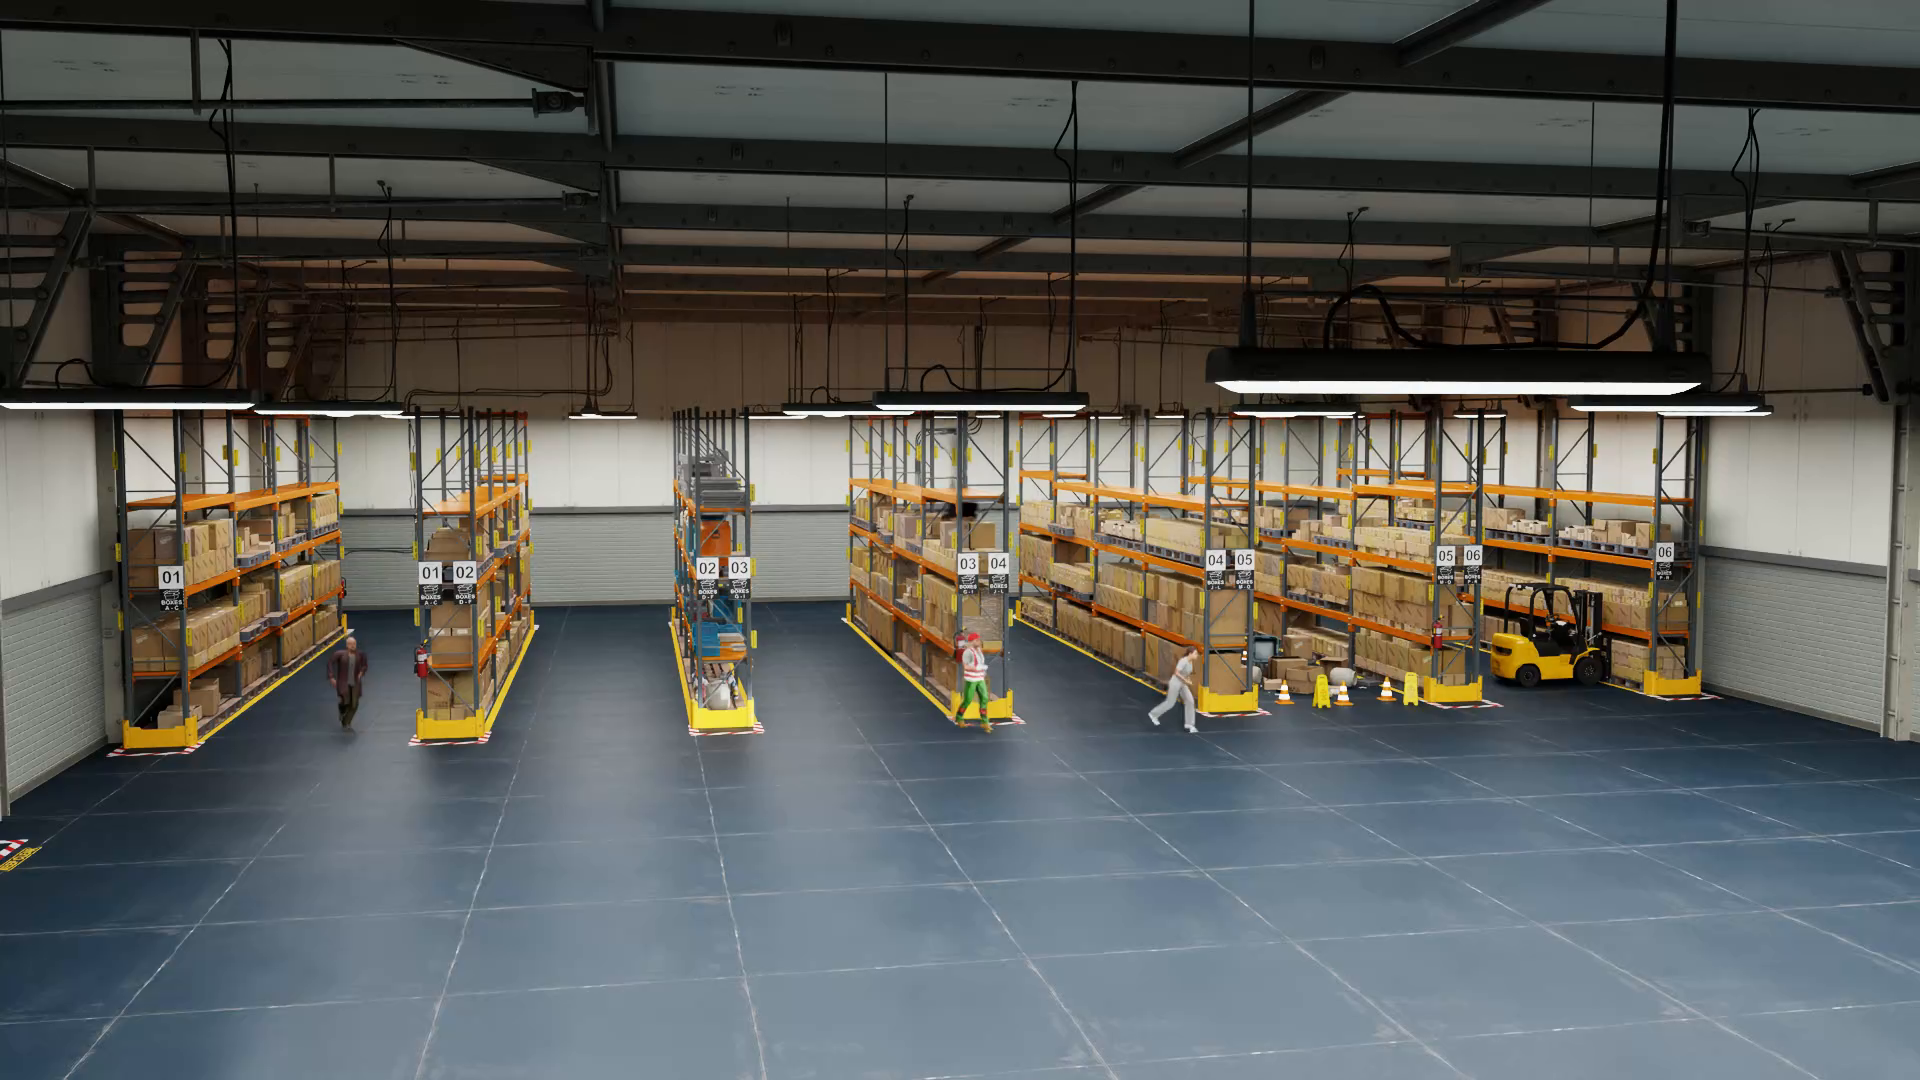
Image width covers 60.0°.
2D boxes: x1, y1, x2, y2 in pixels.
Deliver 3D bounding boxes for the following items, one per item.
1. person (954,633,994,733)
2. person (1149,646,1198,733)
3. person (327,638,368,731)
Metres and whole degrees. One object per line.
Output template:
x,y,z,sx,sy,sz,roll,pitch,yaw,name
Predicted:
0.260,2.622,30.773,0.821,1.830,0.672,3,5,38,person
3.981,2.749,30.888,1.004,1.625,0.601,2,5,26,person
-11.323,2.672,30.839,0.702,1.732,0.673,-3,5,-36,person
